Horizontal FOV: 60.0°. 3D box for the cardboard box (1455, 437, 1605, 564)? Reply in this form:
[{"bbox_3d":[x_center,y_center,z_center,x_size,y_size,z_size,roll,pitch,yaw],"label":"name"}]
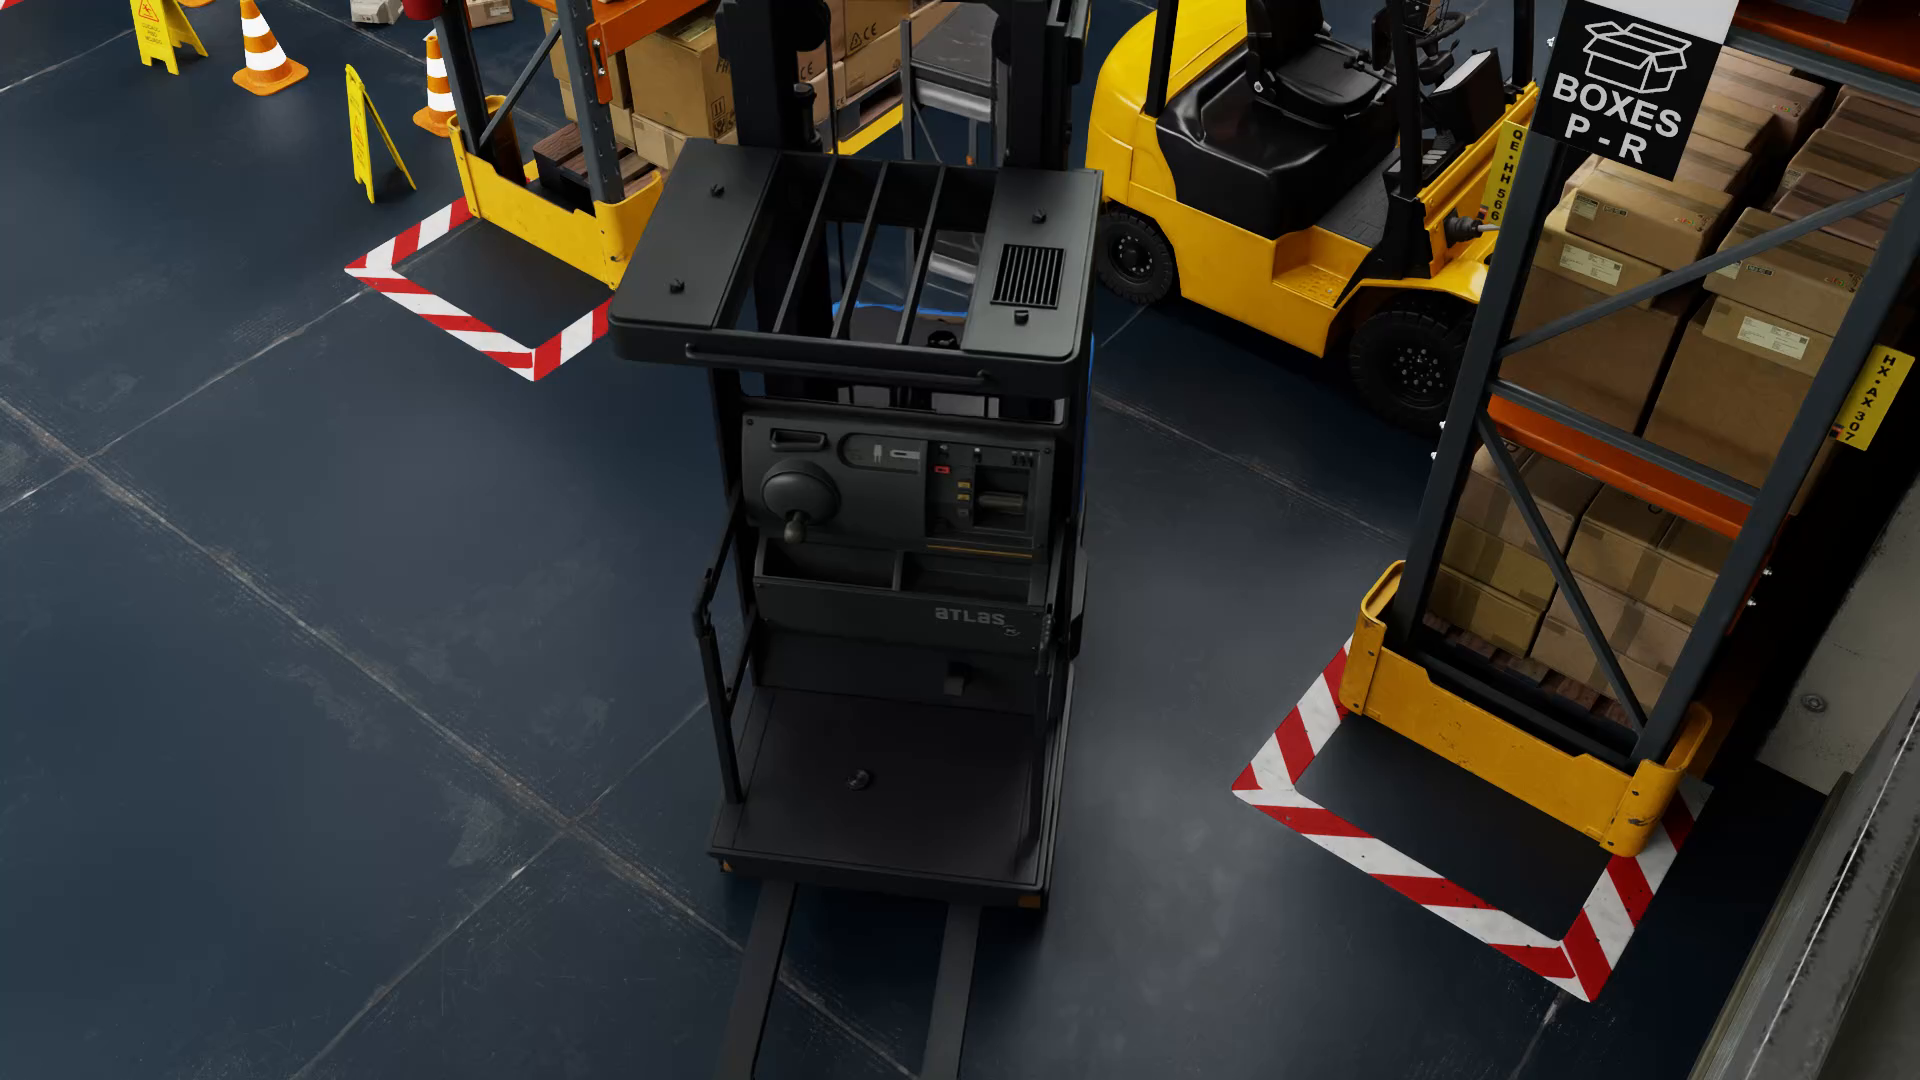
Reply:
[{"bbox_3d":[1.998,-0.239,5.824,0.500,0.250,0.500,31,54,26],"label":"cardboard box"}]

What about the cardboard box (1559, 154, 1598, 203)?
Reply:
[{"bbox_3d":[2.086,-1.037,5.149,0.380,0.149,0.250,30,53,26],"label":"cardboard box"}]

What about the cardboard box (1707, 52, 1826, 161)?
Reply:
[{"bbox_3d":[2.492,-1.383,5.273,0.380,0.149,0.250,30,53,25],"label":"cardboard box"}]

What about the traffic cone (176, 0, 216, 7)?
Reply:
[{"bbox_3d":[-4.497,-3.420,9.697,0.336,0.463,0.334,29,53,25],"label":"traffic cone"}]

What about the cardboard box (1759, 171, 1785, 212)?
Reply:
[{"bbox_3d":[2.637,-0.947,5.062,0.380,0.149,0.250,28,53,24],"label":"cardboard box"}]

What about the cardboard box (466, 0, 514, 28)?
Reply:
[{"bbox_3d":[-2.764,-3.147,9.654,0.250,0.149,0.380,-17,49,-15],"label":"cardboard box"}]

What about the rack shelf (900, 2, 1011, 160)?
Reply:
[{"bbox_3d":[0.097,-1.555,5.834,0.431,0.518,0.480,21,50,19],"label":"rack shelf"}]

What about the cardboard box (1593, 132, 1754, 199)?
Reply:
[{"bbox_3d":[2.142,-1.111,5.014,0.380,0.149,0.250,29,53,25],"label":"cardboard box"}]

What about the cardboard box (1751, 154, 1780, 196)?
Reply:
[{"bbox_3d":[2.454,-1.296,5.395,0.380,0.149,0.250,29,53,25],"label":"cardboard box"}]

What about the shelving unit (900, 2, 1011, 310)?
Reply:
[{"bbox_3d":[0.097,-1.081,6.330,0.431,2.100,0.503,21,50,19],"label":"shelving unit"}]

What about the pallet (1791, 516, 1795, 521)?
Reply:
[{"bbox_3d":[3.144,-0.485,7.067,1.003,0.211,1.213,29,53,25],"label":"pallet"}]

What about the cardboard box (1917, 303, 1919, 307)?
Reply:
[{"bbox_3d":[3.974,-1.282,7.166,0.500,0.250,0.500,30,53,26],"label":"cardboard box"}]

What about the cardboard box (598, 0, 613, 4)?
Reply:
[{"bbox_3d":[-1.595,-2.505,7.243,0.380,0.149,0.250,29,53,25],"label":"cardboard box"}]

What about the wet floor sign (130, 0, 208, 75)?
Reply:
[{"bbox_3d":[-4.396,-2.915,9.088,0.267,0.644,0.232,21,50,19],"label":"wet floor sign"}]

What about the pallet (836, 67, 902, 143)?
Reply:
[{"bbox_3d":[-0.649,-2.714,9.197,1.003,0.211,1.213,29,53,25],"label":"pallet"}]

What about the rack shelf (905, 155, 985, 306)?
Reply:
[{"bbox_3d":[0.097,-1.072,6.340,0.431,0.518,0.480,21,50,19],"label":"rack shelf"}]

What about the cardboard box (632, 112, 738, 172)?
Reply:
[{"bbox_3d":[-1.255,-2.024,8.220,0.500,0.250,0.500,29,53,25],"label":"cardboard box"}]

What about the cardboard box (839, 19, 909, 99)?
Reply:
[{"bbox_3d":[-0.613,-2.631,8.800,0.500,0.250,0.500,33,54,27],"label":"cardboard box"}]

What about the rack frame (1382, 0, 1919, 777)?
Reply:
[{"bbox_3d":[1.963,-0.297,4.959,1.000,3.000,0.127,29,53,25],"label":"rack frame"}]

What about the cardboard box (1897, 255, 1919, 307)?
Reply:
[{"bbox_3d":[2.787,-0.800,5.371,0.500,0.500,0.500,31,54,26],"label":"cardboard box"}]

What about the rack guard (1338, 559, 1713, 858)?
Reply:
[{"bbox_3d":[1.949,0.580,5.850,1.175,0.500,0.348,29,53,25],"label":"rack guard"}]

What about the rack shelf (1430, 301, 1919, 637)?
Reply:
[{"bbox_3d":[3.186,-1.193,6.313,1.077,0.370,4.000,29,53,25],"label":"rack shelf"}]

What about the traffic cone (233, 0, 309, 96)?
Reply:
[{"bbox_3d":[-3.811,-2.726,9.034,0.336,0.463,0.334,29,53,25],"label":"traffic cone"}]

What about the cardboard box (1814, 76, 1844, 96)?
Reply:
[{"bbox_3d":[2.943,-1.726,5.806,0.380,0.149,0.250,29,53,25],"label":"cardboard box"}]

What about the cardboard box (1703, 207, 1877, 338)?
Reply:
[{"bbox_3d":[2.338,-0.756,4.675,0.380,0.149,0.250,28,53,24],"label":"cardboard box"}]

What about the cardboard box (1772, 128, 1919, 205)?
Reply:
[{"bbox_3d":[2.675,-1.048,4.954,0.380,0.149,0.250,30,53,26],"label":"cardboard box"}]

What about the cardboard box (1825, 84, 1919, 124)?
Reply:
[{"bbox_3d":[2.979,-1.345,5.237,0.380,0.149,0.250,31,54,26],"label":"cardboard box"}]

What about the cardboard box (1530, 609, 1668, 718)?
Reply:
[{"bbox_3d":[2.418,0.313,5.988,0.500,0.250,0.500,29,53,25],"label":"cardboard box"}]

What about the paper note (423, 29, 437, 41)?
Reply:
[{"bbox_3d":[-2.964,-2.885,9.485,0.148,0.019,0.142,13,48,12],"label":"paper note"}]

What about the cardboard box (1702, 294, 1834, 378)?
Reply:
[{"bbox_3d":[2.376,-0.635,4.765,0.380,0.149,0.250,28,52,24],"label":"cardboard box"}]

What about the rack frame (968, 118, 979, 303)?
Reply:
[{"bbox_3d":[0.213,-1.236,6.479,0.400,2.100,0.015,21,50,19],"label":"rack frame"}]

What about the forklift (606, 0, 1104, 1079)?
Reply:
[{"bbox_3d":[-0.214,-0.061,4.781,1.130,2.935,3.031,6,47,5],"label":"forklift"}]

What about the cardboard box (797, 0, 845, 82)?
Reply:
[{"bbox_3d":[-0.924,-2.598,8.250,0.500,0.500,0.500,27,52,24],"label":"cardboard box"}]

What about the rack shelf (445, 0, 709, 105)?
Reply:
[{"bbox_3d":[-0.744,-3.385,8.407,1.077,0.370,4.000,29,53,25],"label":"rack shelf"}]

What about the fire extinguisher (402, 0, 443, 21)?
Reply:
[{"bbox_3d":[-2.401,-2.601,7.214,0.296,0.674,0.183,29,53,25],"label":"fire extinguisher"}]

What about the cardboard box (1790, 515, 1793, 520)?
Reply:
[{"bbox_3d":[3.050,-0.259,6.534,0.500,0.250,0.500,29,53,25],"label":"cardboard box"}]

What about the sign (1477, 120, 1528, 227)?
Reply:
[{"bbox_3d":[1.543,-1.027,4.692,0.100,0.325,0.005,29,53,25],"label":"sign"}]

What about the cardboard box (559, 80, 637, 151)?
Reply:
[{"bbox_3d":[-1.671,-2.280,8.465,0.500,0.250,0.500,29,53,25],"label":"cardboard box"}]

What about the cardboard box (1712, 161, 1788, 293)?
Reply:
[{"bbox_3d":[2.381,-1.022,5.583,0.500,0.500,0.500,31,54,26],"label":"cardboard box"}]

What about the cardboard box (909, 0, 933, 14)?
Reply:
[{"bbox_3d":[-0.291,-3.191,8.816,0.500,0.500,0.500,32,54,27],"label":"cardboard box"}]
